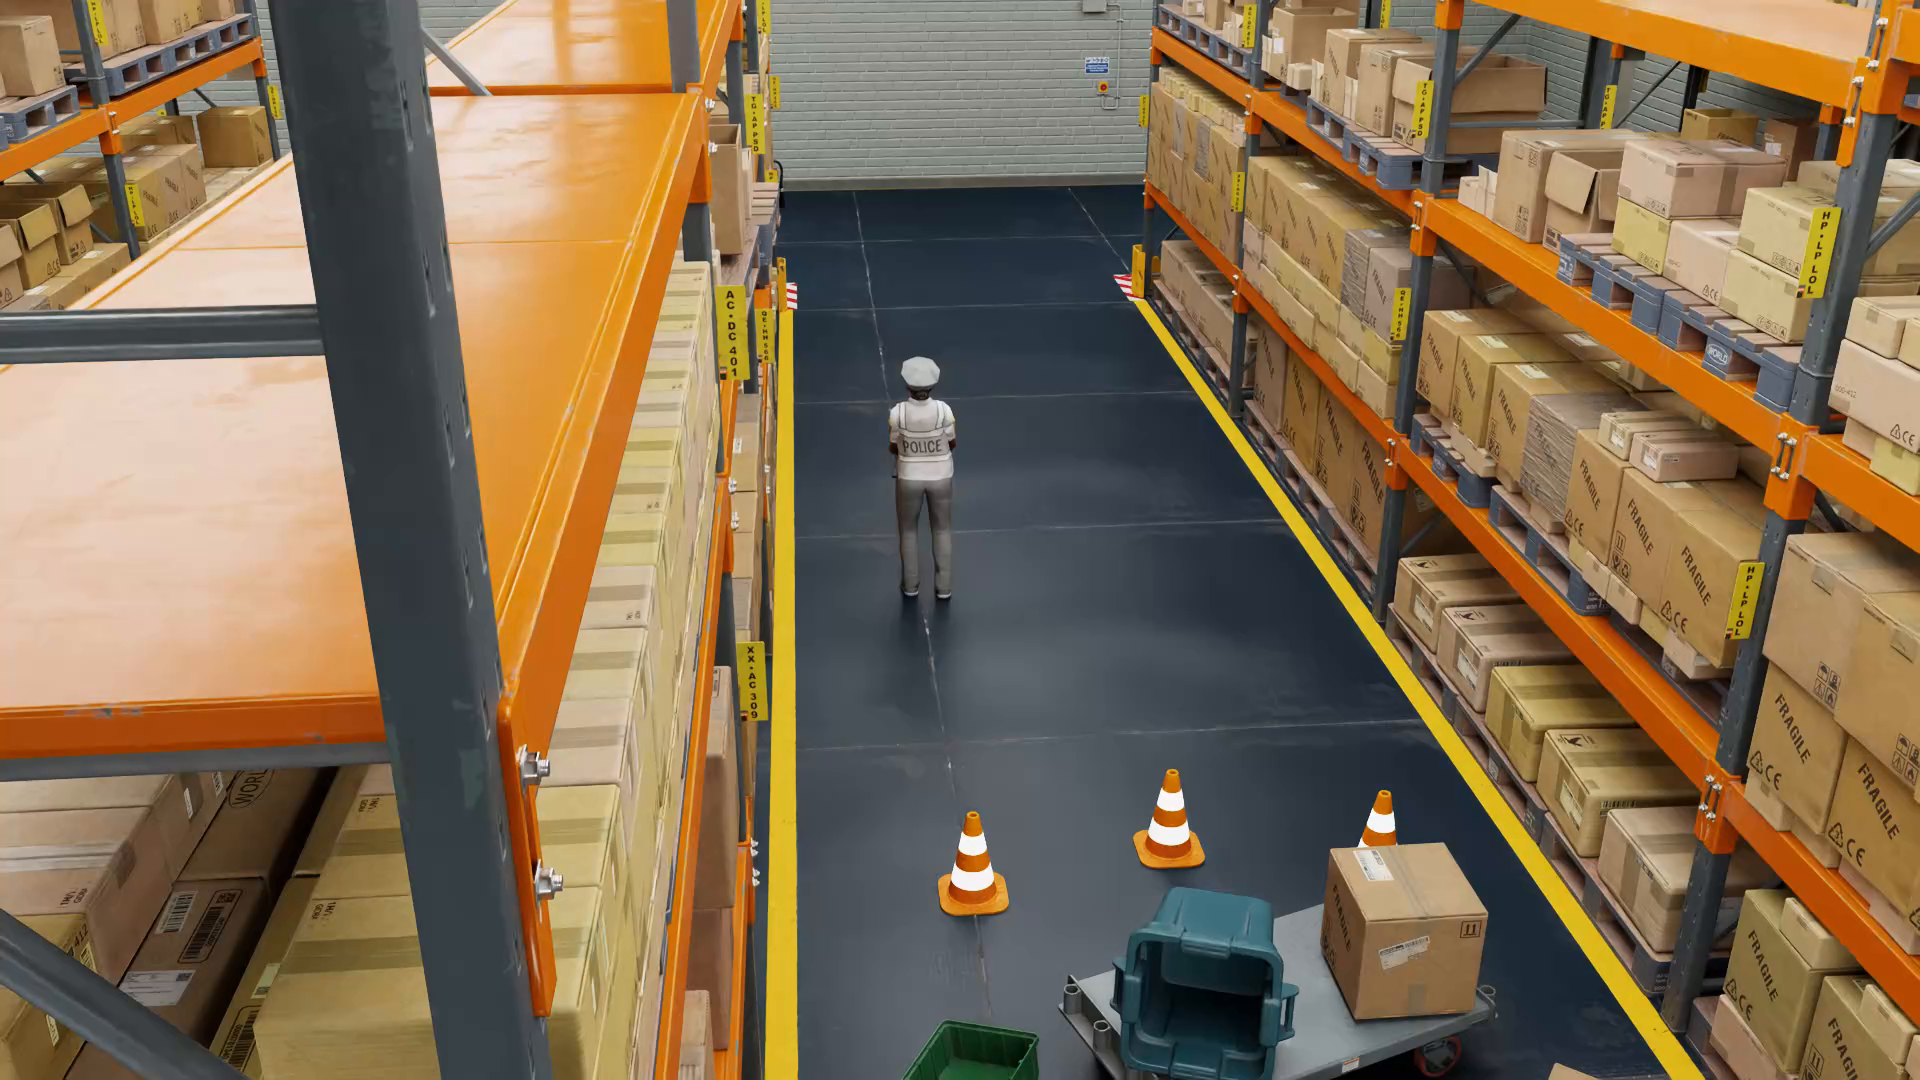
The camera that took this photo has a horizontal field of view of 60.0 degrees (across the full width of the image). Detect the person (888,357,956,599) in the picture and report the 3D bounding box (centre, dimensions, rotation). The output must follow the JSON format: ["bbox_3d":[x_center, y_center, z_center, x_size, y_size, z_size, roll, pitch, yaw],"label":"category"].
[{"bbox_3d":[-0.249,-0.431,11.039,0.449,1.688,0.540,-2,24,-5],"label":"person"}]
